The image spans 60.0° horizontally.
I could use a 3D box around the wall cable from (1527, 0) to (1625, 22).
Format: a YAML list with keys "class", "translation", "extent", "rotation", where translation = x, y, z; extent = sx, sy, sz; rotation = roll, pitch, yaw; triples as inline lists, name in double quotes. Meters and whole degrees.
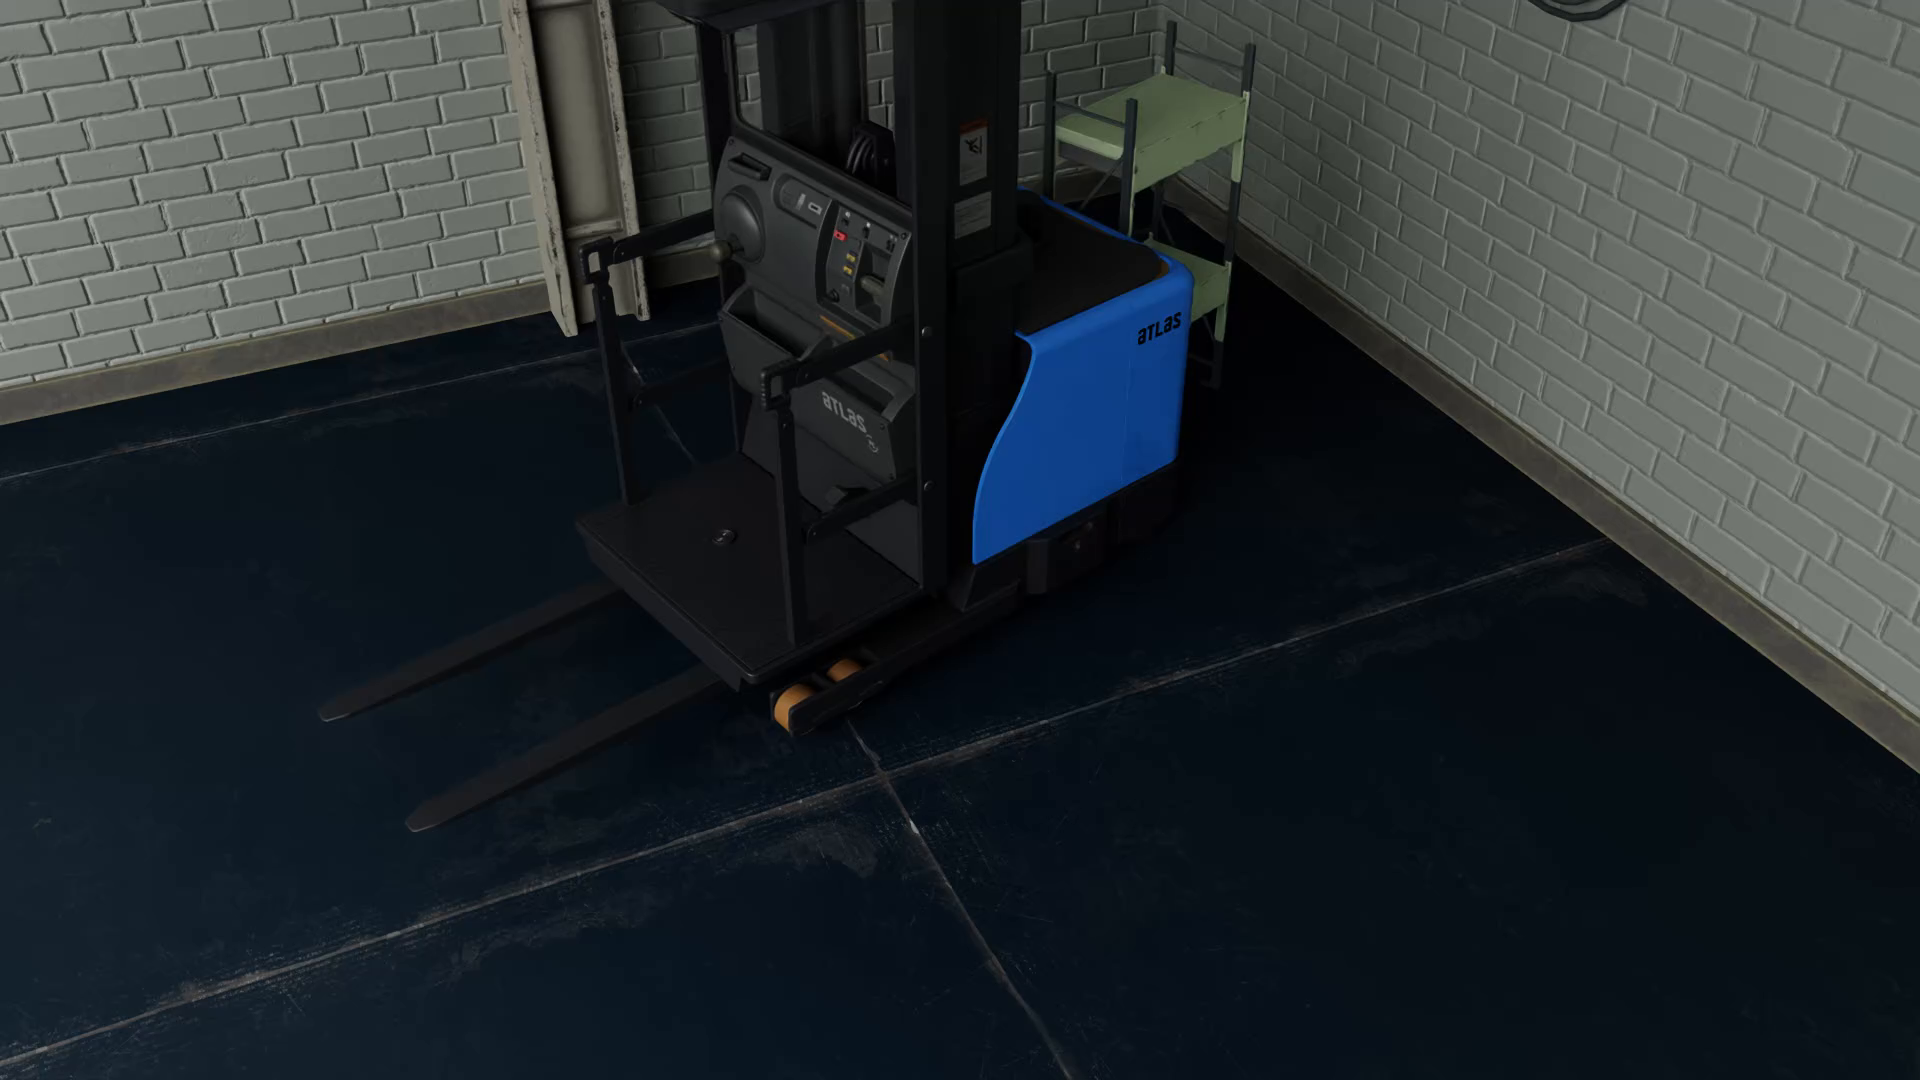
- class: "wall cable"
  translation: [1.572, -3.446, 5.948]
  extent: [0.112, 2.526, 3.097]
  rotation: [-16, 39, -20]

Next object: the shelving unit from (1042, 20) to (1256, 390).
- class: "shelving unit"
  translation: [0.712, -1.169, 6.567]
  extent: [0.431, 1.500, 0.755]
  rotation: [28, 45, 33]

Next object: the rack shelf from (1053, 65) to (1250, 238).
- class: "rack shelf"
  translation: [0.712, -1.483, 6.335]
  extent: [0.431, 0.370, 0.720]
  rotation: [28, 45, 33]

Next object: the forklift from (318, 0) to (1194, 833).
- class: "forklift"
  translation: [-0.625, -0.899, 5.001]
  extent: [3.031, 2.935, 1.130]
  rotation: [-27, 44, -31]

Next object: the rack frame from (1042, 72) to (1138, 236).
- class: "rack frame"
  translation: [0.466, -1.008, 6.350]
  extent: [0.400, 1.500, 0.023]
  rotation: [28, 45, 33]

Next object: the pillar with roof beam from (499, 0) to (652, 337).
- class: "pillar with roof beam"
  translation: [0.173, -2.339, 1.849]
  extent: [0.400, 9.000, 9.100]
  rotation: [-16, 39, -20]

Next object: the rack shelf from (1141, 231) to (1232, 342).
- class: "rack shelf"
  translation: [0.712, -0.907, 6.762]
  extent: [0.431, 0.370, 0.720]
  rotation: [28, 45, 33]

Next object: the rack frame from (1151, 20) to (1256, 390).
- class: "rack frame"
  translation: [0.957, -1.331, 6.785]
  extent: [0.400, 1.500, 0.023]
  rotation: [28, 45, 33]
